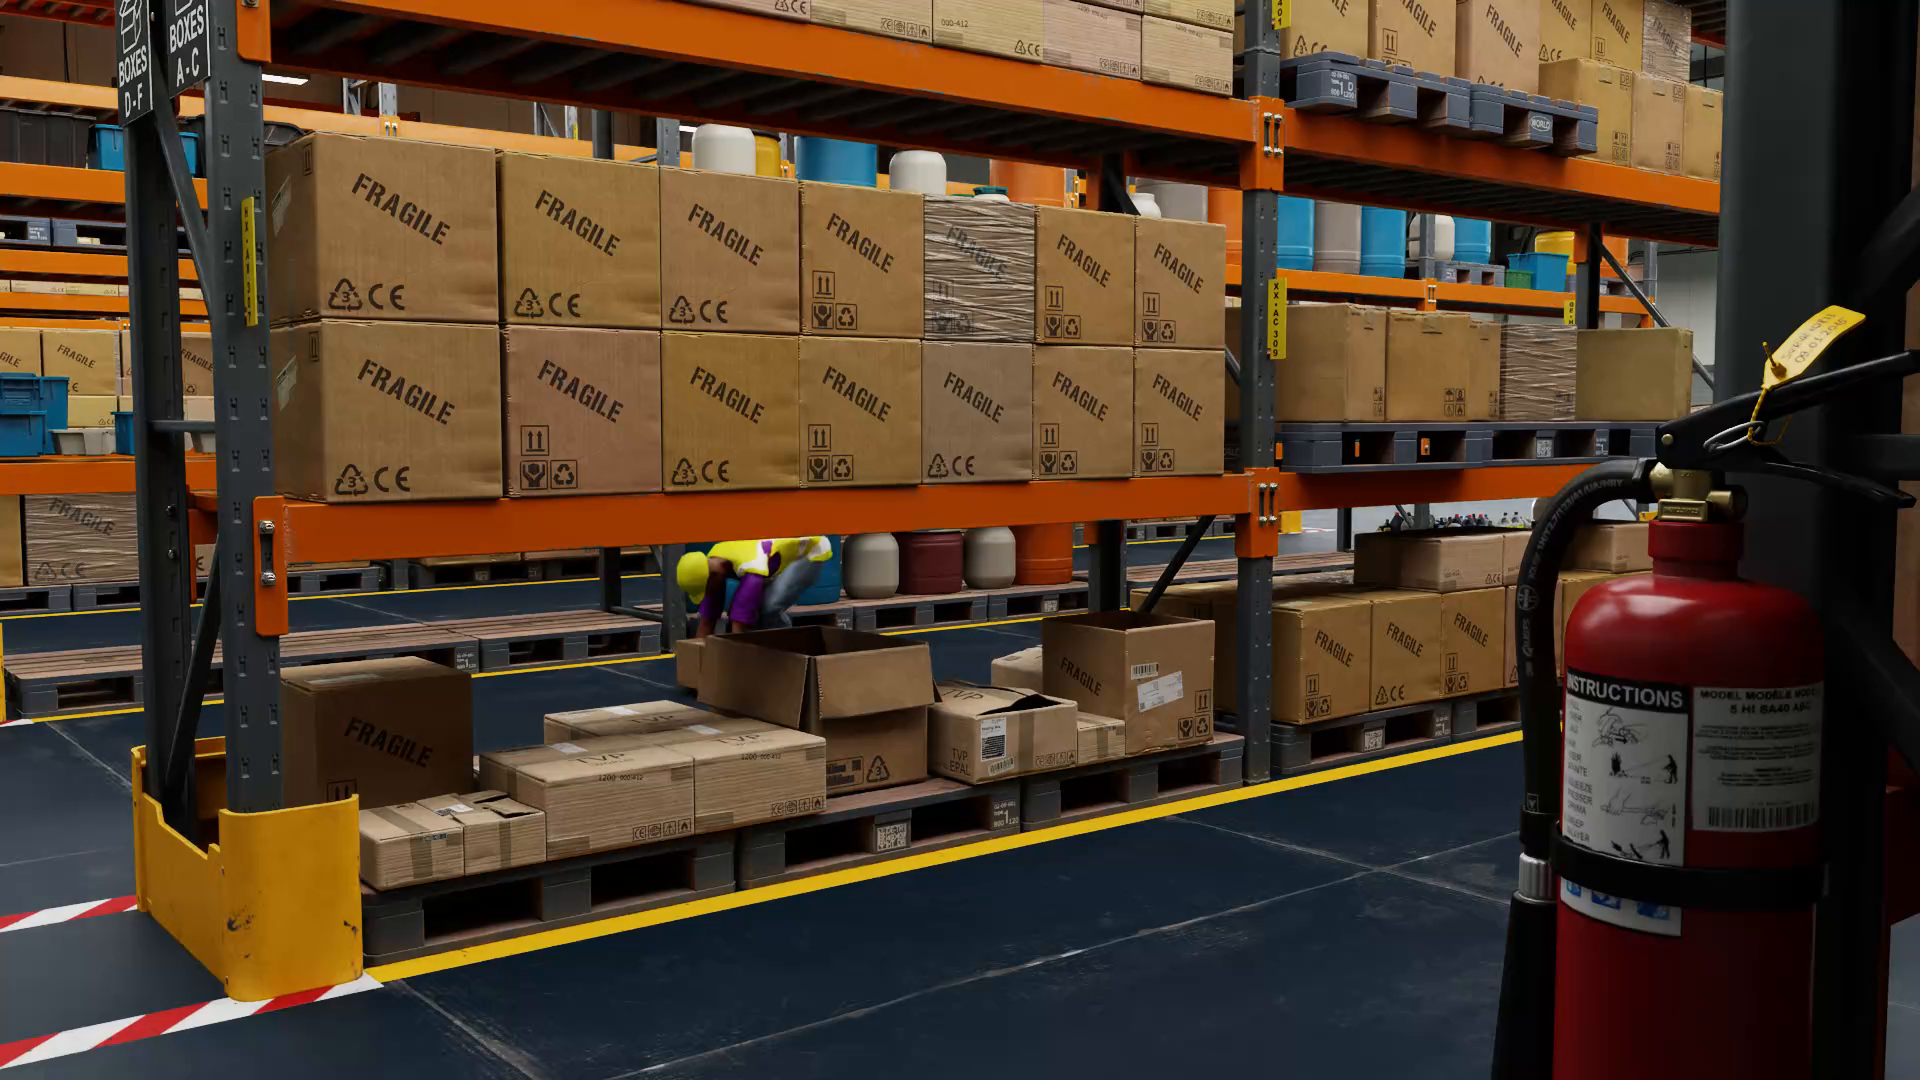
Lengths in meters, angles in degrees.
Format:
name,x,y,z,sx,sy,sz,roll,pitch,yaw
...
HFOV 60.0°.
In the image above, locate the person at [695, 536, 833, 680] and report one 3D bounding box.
name,x,y,z,sx,sy,sz,roll,pitch,yaw
person,-10.815,-4.156,15.920,6.304,9.000,23.531,-4,6,-41
